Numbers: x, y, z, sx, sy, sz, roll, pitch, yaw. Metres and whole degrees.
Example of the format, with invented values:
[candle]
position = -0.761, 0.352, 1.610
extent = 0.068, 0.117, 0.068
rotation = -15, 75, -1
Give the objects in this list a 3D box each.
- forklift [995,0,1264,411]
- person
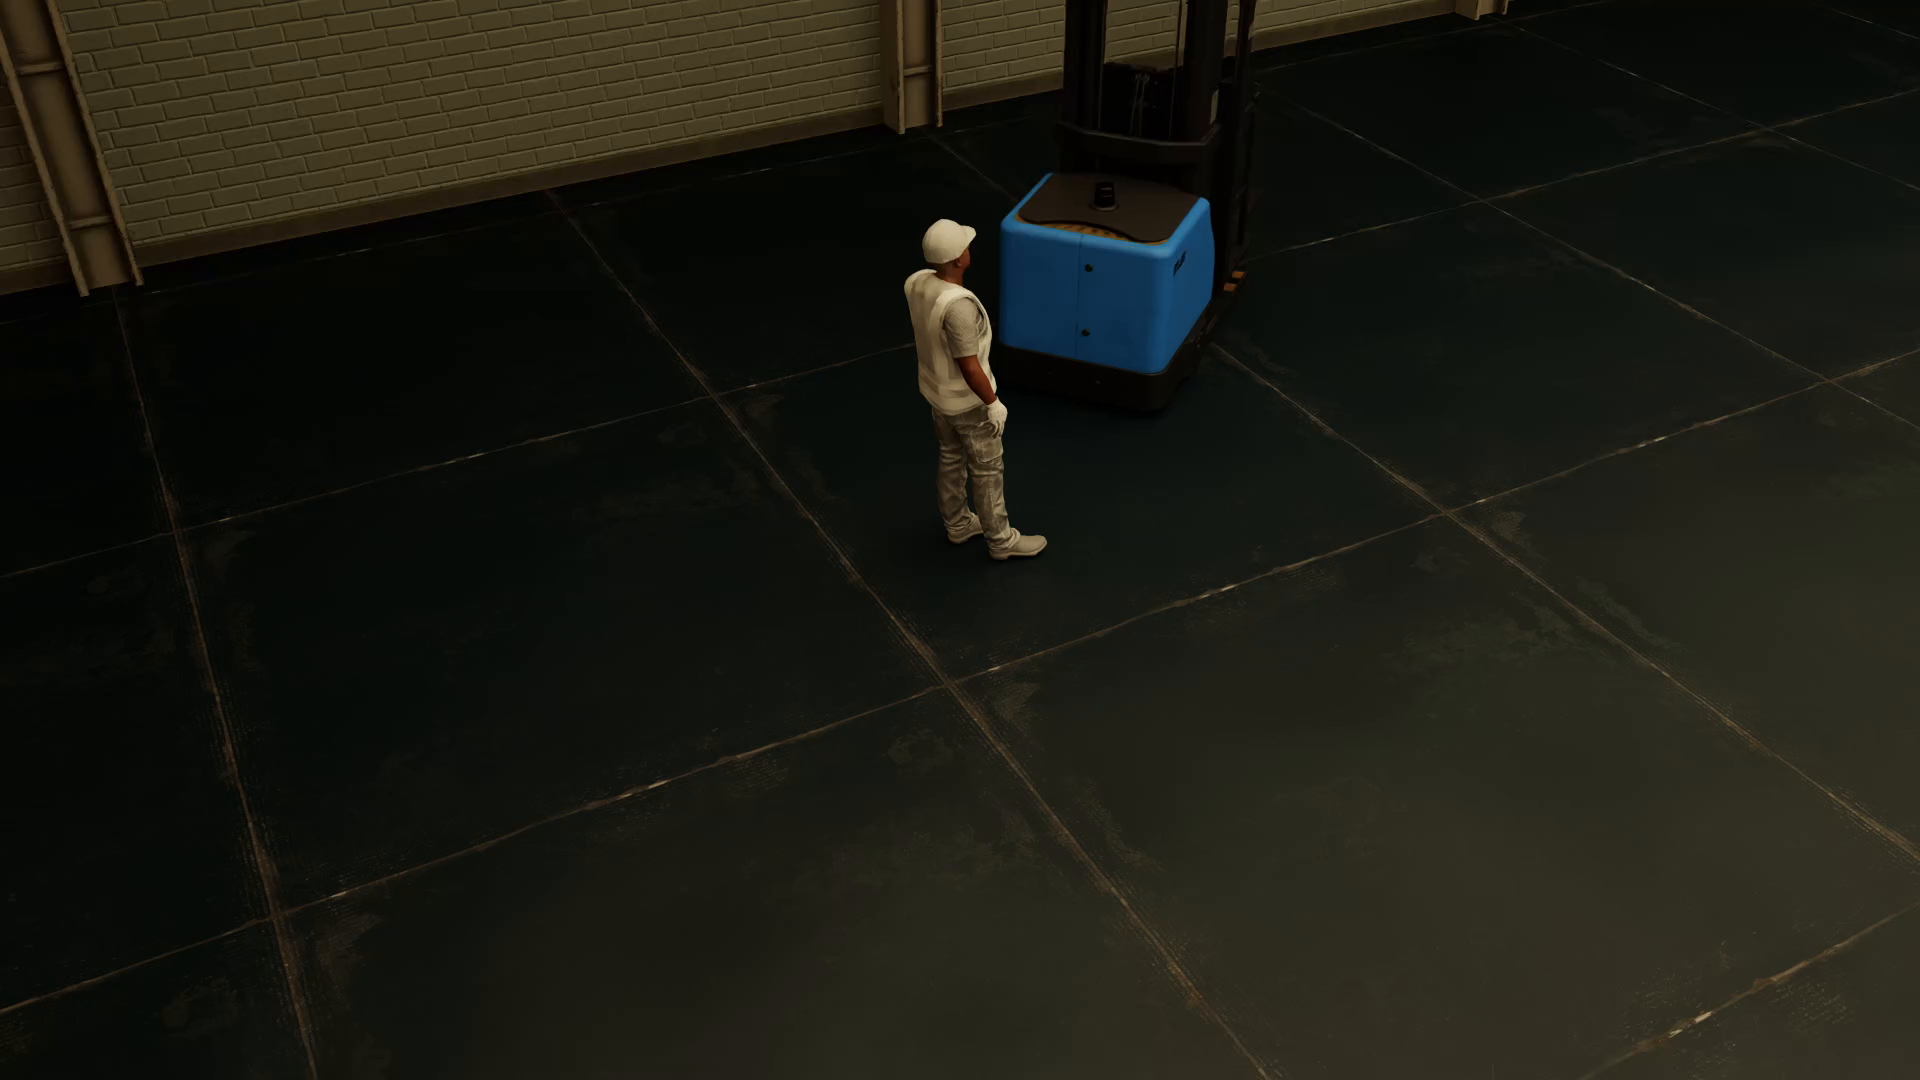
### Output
[forklift]
position = 1.252, -2.784, 10.062
extent = 1.130, 2.935, 3.031
rotation = 14, 38, 19
[person]
position = 0.068, -0.750, 8.166
extent = 0.575, 1.784, 0.656
rotation = -17, 39, -23
